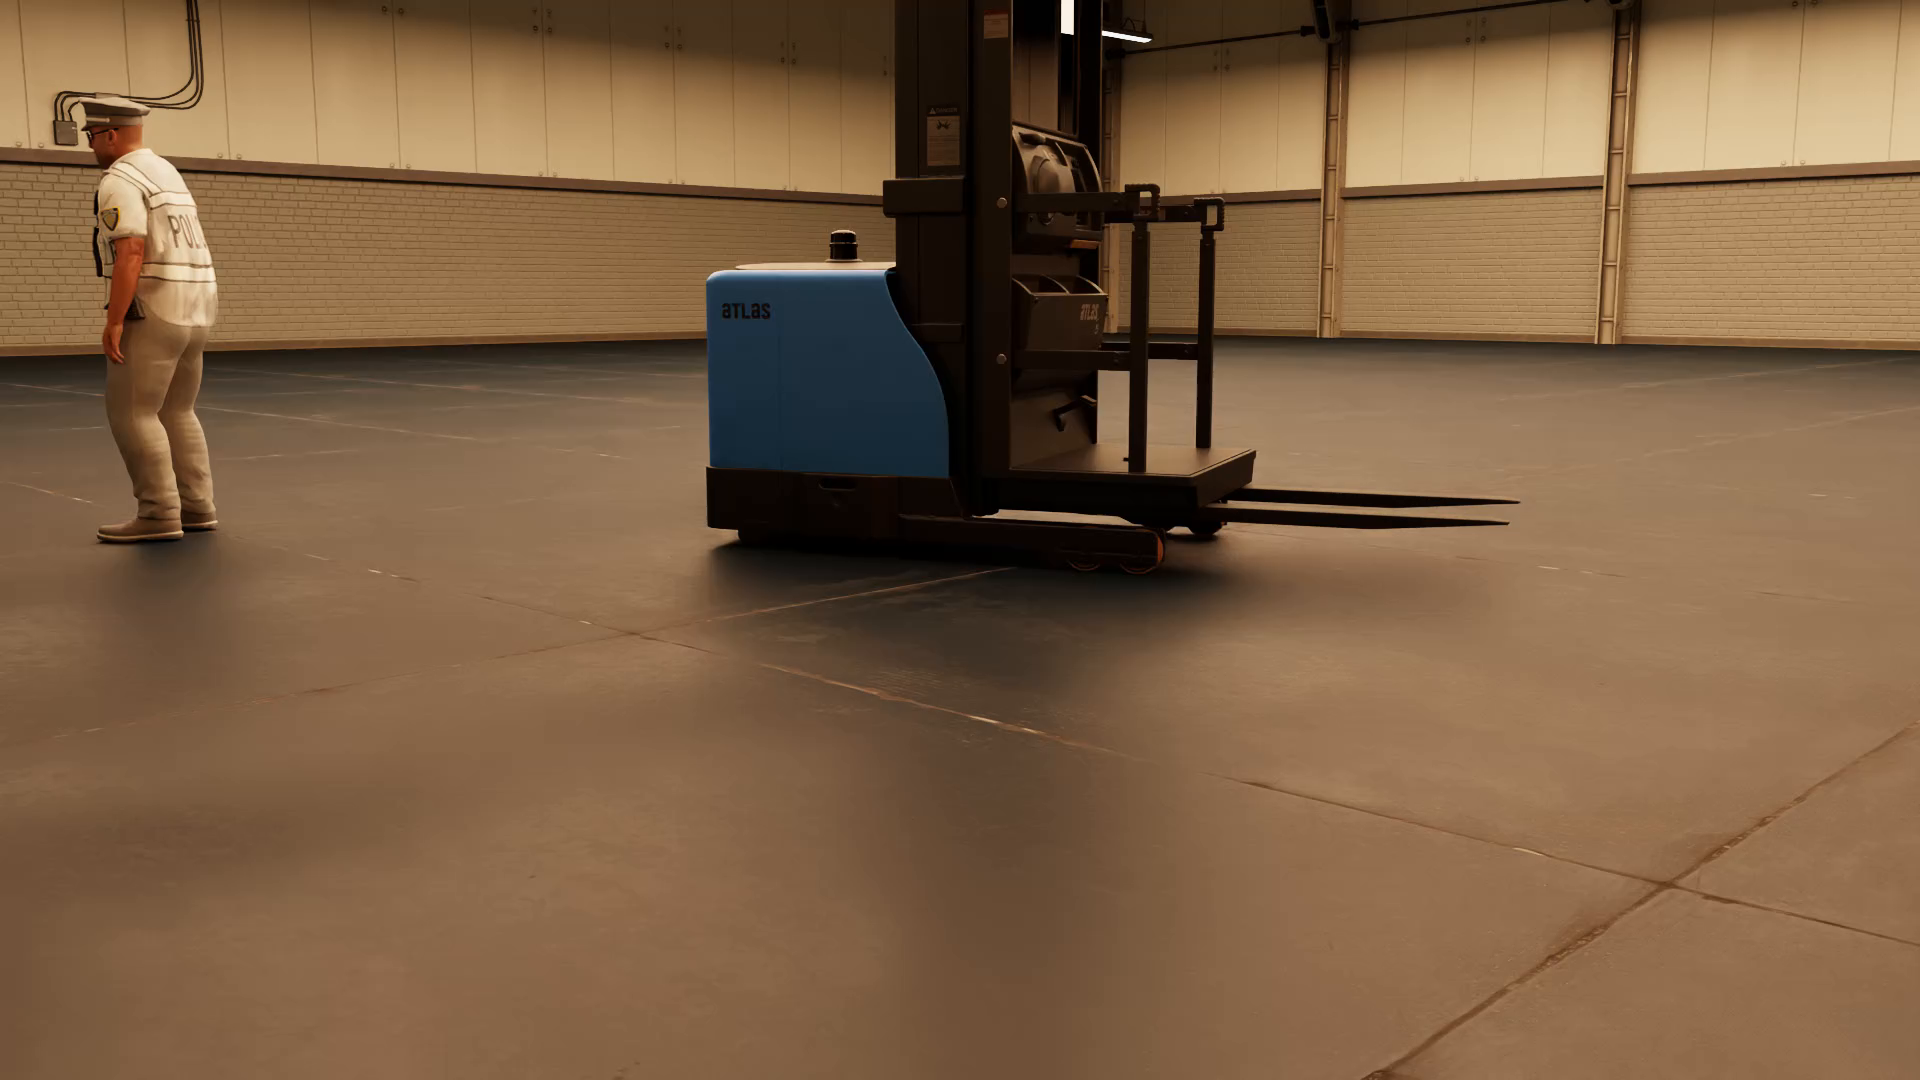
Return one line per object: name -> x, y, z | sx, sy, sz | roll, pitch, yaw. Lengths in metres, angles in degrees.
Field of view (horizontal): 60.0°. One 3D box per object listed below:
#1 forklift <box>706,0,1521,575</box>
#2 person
forklift -> 0.565, -1.416, 6.275 | 3.031, 2.935, 1.130 | 3, 9, 22
person -> -3.246, -0.882, 6.697 | 0.442, 1.747, 0.606 | 0, 9, 0
